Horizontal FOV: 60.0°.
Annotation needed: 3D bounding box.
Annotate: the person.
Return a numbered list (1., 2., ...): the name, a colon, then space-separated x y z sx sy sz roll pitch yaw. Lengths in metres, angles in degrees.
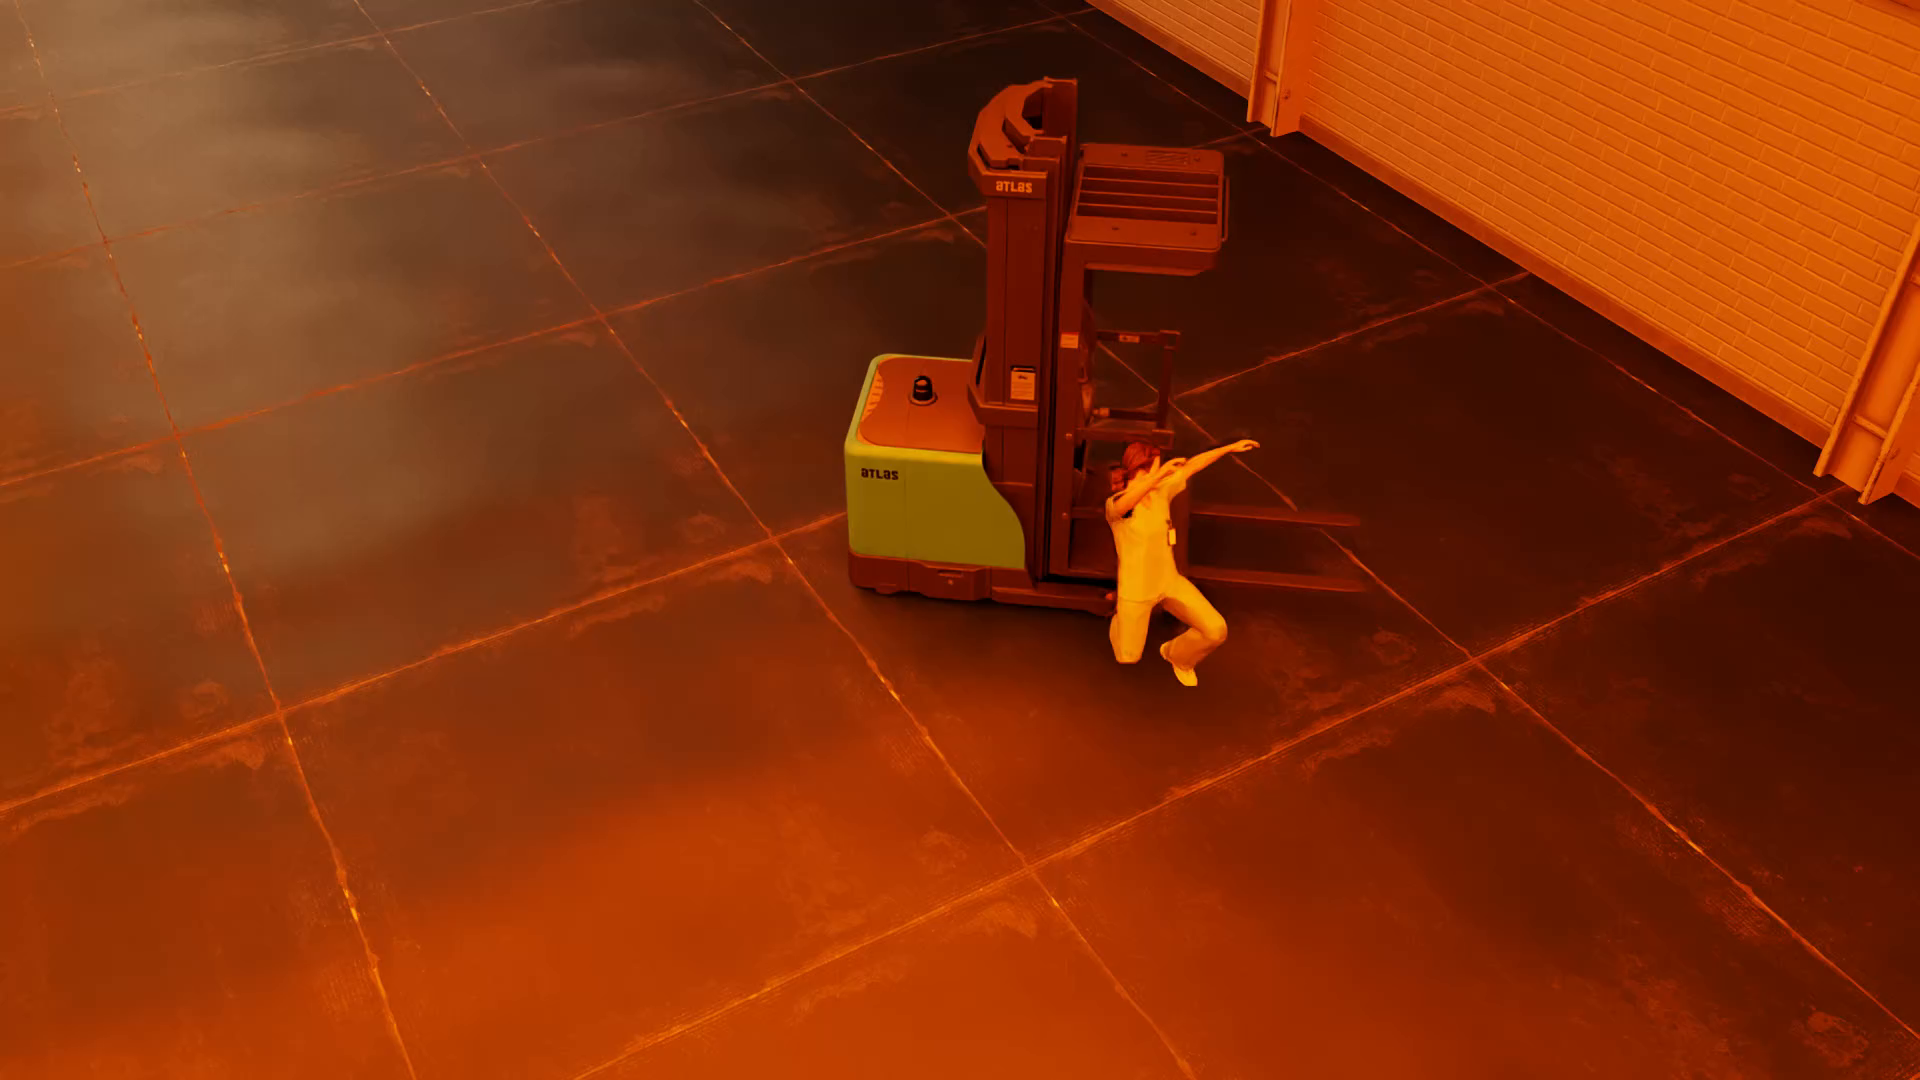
1. person: 1.268 0.105 9.023 0.984 1.540 0.810 -16 42 -19

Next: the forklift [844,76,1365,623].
1. forklift: 0.891 -1.004 9.246 3.031 2.935 1.130 5 40 6
